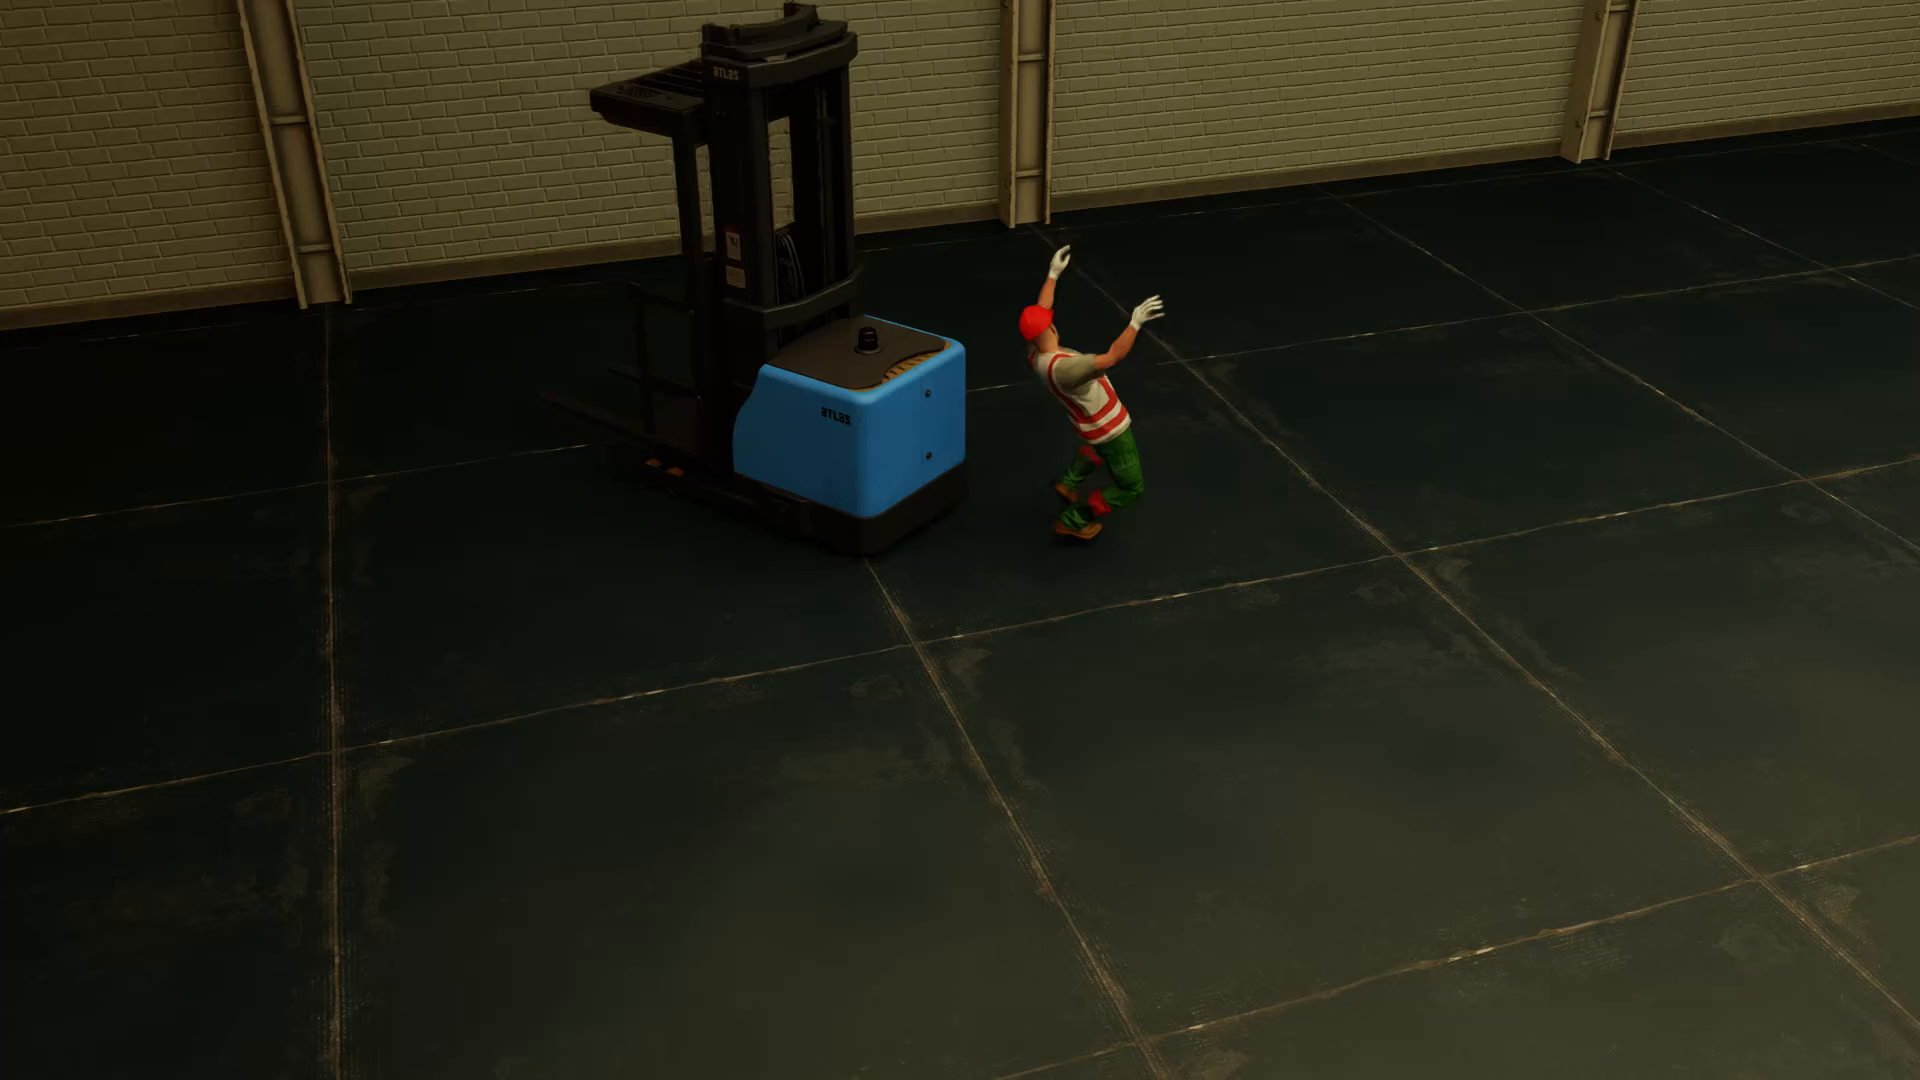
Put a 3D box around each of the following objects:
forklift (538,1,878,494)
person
[{"bbox_3d":[-1.443,-1.757,10.141,3.031,2.935,1.121,20,35,30],"label":"forklift"},{"bbox_3d":[0.708,-0.841,9.749,0.745,1.546,0.986,-9,31,-15],"label":"person"}]
